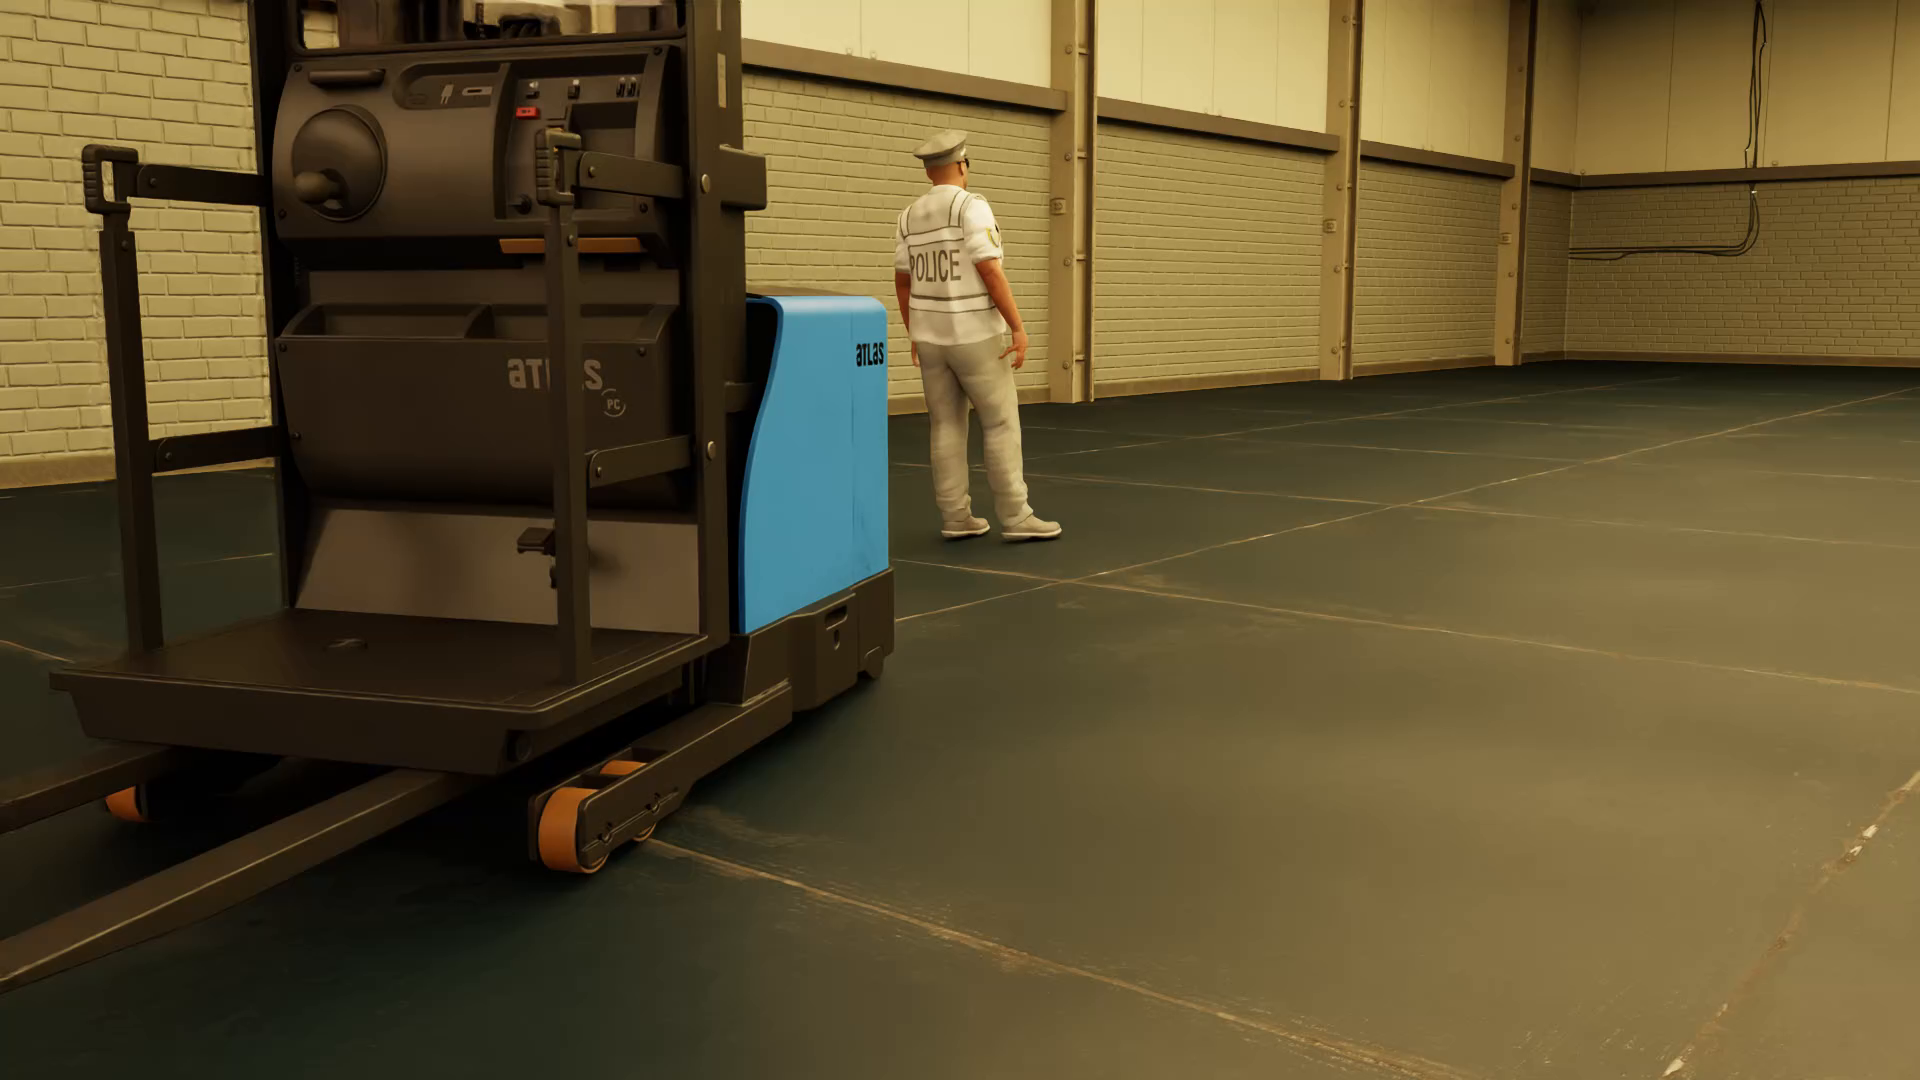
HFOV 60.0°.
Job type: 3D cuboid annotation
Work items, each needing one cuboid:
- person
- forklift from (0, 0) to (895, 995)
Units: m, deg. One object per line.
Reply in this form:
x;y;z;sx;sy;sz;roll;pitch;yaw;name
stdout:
0.058;-0.896;7.328;0.641;1.778;0.574;7;11;38;person
-1.111;-0.886;3.340;1.130;2.935;3.031;3;9;17;forklift
